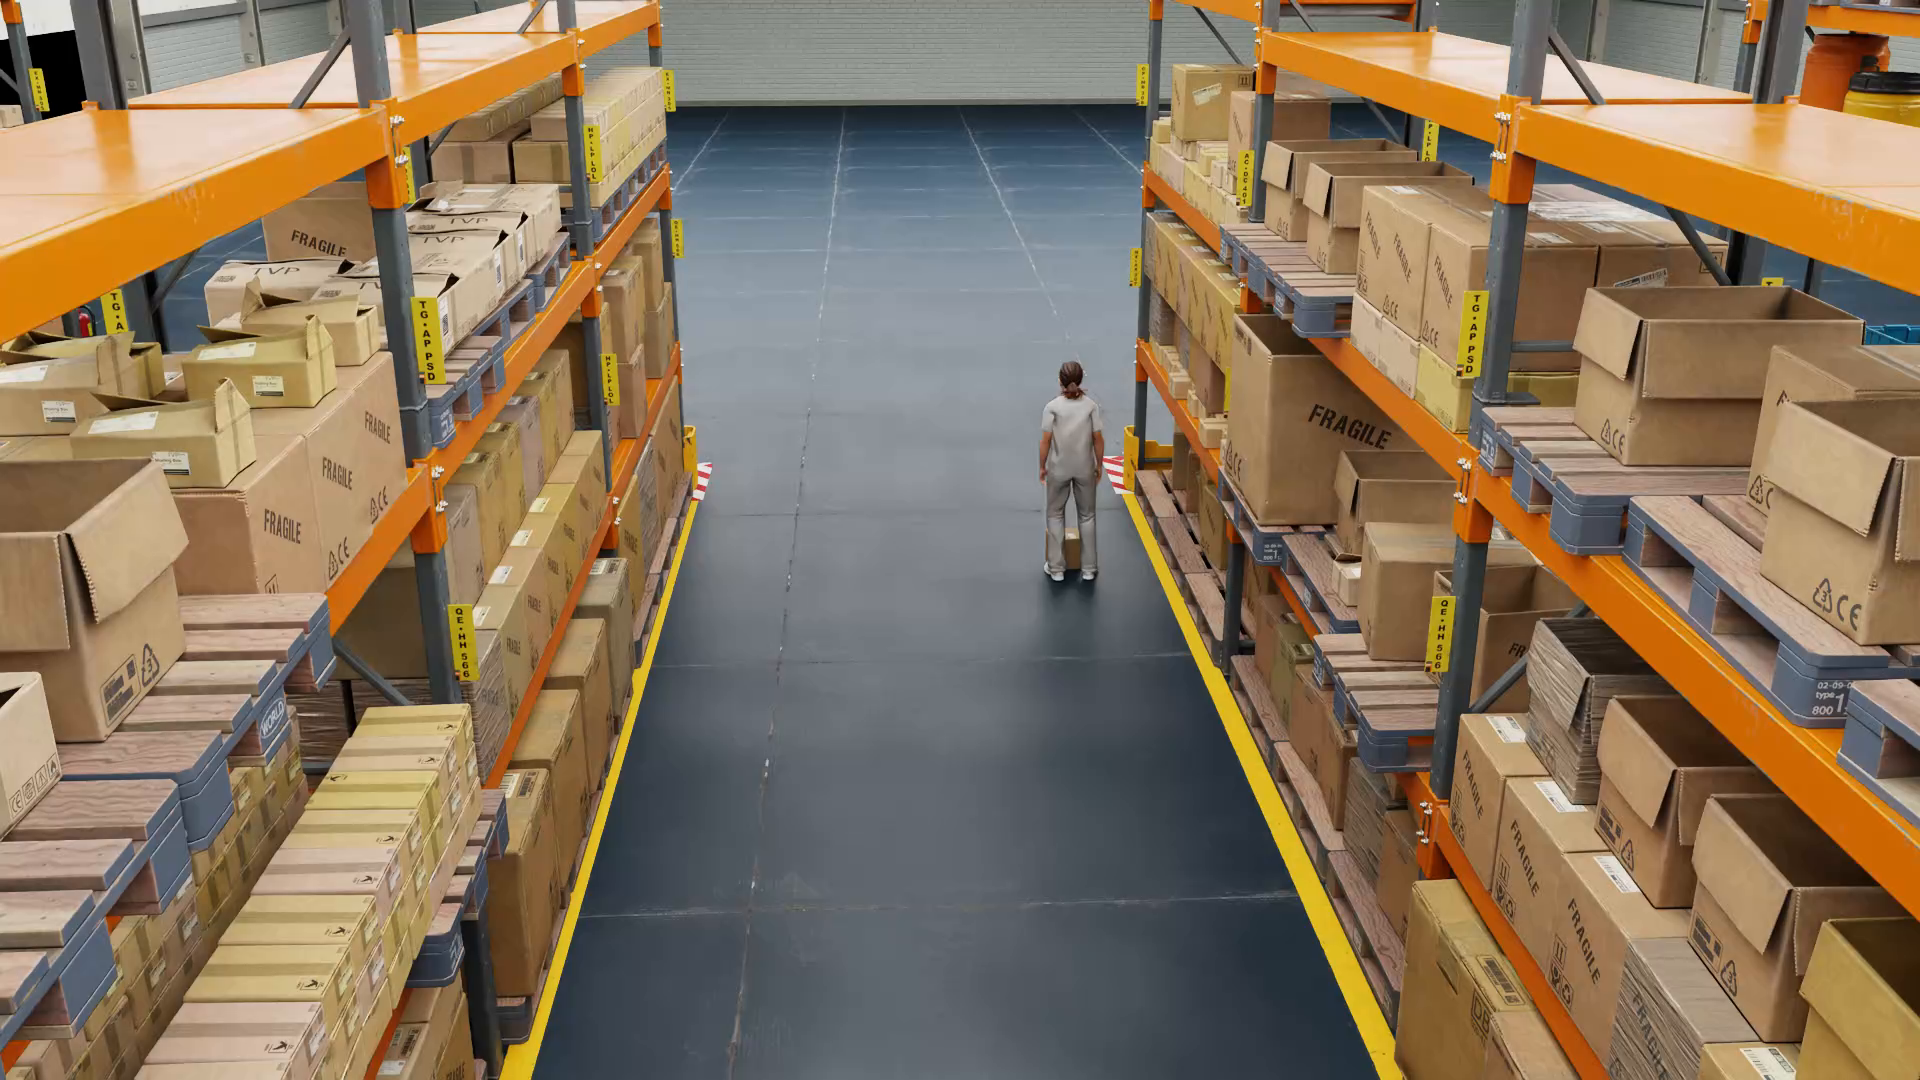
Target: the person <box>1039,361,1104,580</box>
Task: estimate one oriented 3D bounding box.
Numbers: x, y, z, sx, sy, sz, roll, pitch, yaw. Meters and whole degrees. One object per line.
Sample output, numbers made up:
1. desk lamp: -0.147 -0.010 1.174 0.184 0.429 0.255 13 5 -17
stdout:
1. person: 0.831 -0.510 12.453 0.486 1.668 0.357 -1 20 -3
